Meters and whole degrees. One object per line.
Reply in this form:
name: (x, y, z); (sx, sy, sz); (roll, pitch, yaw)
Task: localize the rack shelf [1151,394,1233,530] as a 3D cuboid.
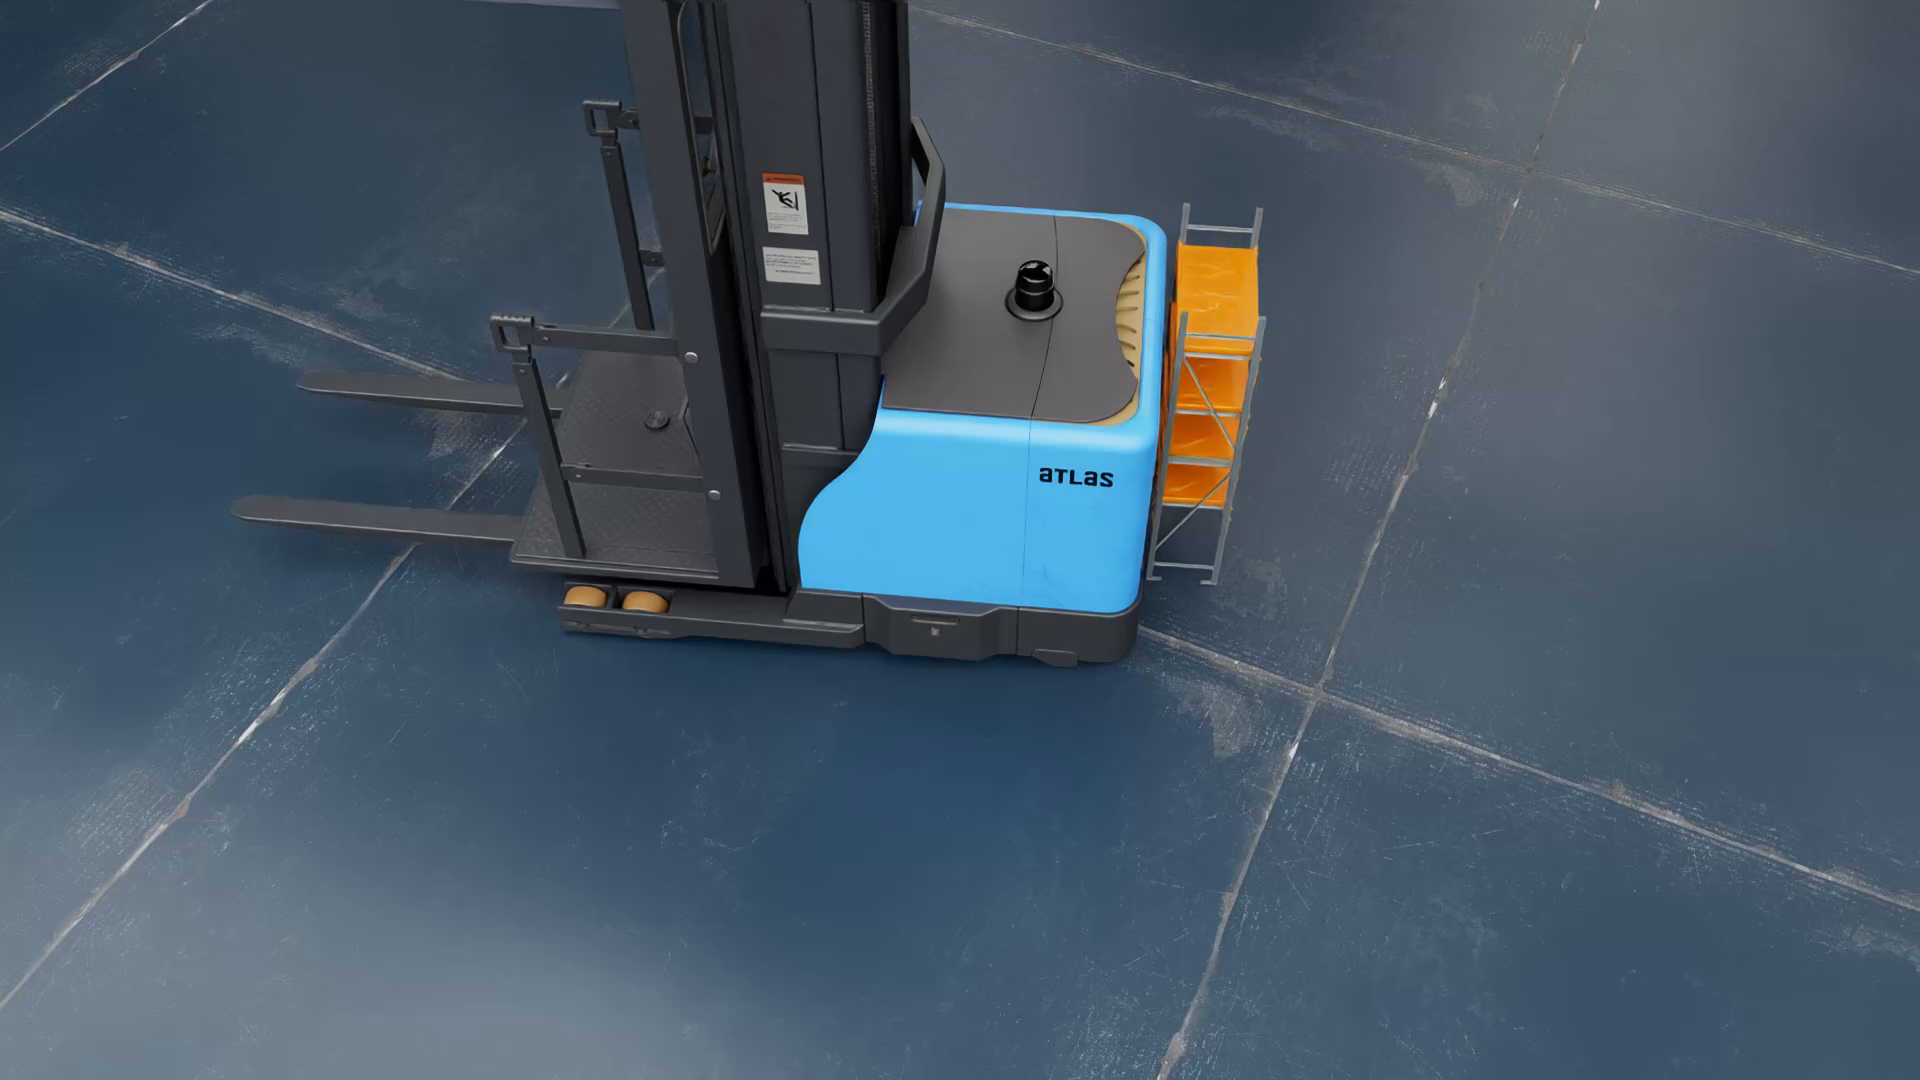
rack shelf: (0.773, -0.262, 5.534); (0.258, 0.148, 0.480); (4, 50, 4)

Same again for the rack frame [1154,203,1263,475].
rack frame: (0.797, -0.619, 5.489); (0.240, 1.200, 0.015); (4, 50, 4)

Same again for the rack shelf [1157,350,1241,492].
rack shelf: (0.773, -0.391, 5.383); (0.258, 0.148, 0.480); (4, 50, 4)

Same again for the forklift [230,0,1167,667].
forklift: (-0.892, -1.023, 4.696); (3.031, 2.935, 1.130); (5, 50, 4)

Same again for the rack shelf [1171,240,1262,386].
rack shelf: (0.773, -0.689, 5.032); (0.258, 0.148, 0.480); (4, 50, 4)

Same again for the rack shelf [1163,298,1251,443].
rack shelf: (0.773, -0.536, 5.213); (0.258, 0.148, 0.480); (4, 50, 4)

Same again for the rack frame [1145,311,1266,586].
rack frame: (0.749, -0.249, 5.174); (0.240, 1.200, 0.015); (4, 50, 4)

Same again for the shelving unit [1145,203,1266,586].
shelving unit: (0.773, -0.434, 5.332); (0.258, 1.200, 0.503); (4, 50, 4)
